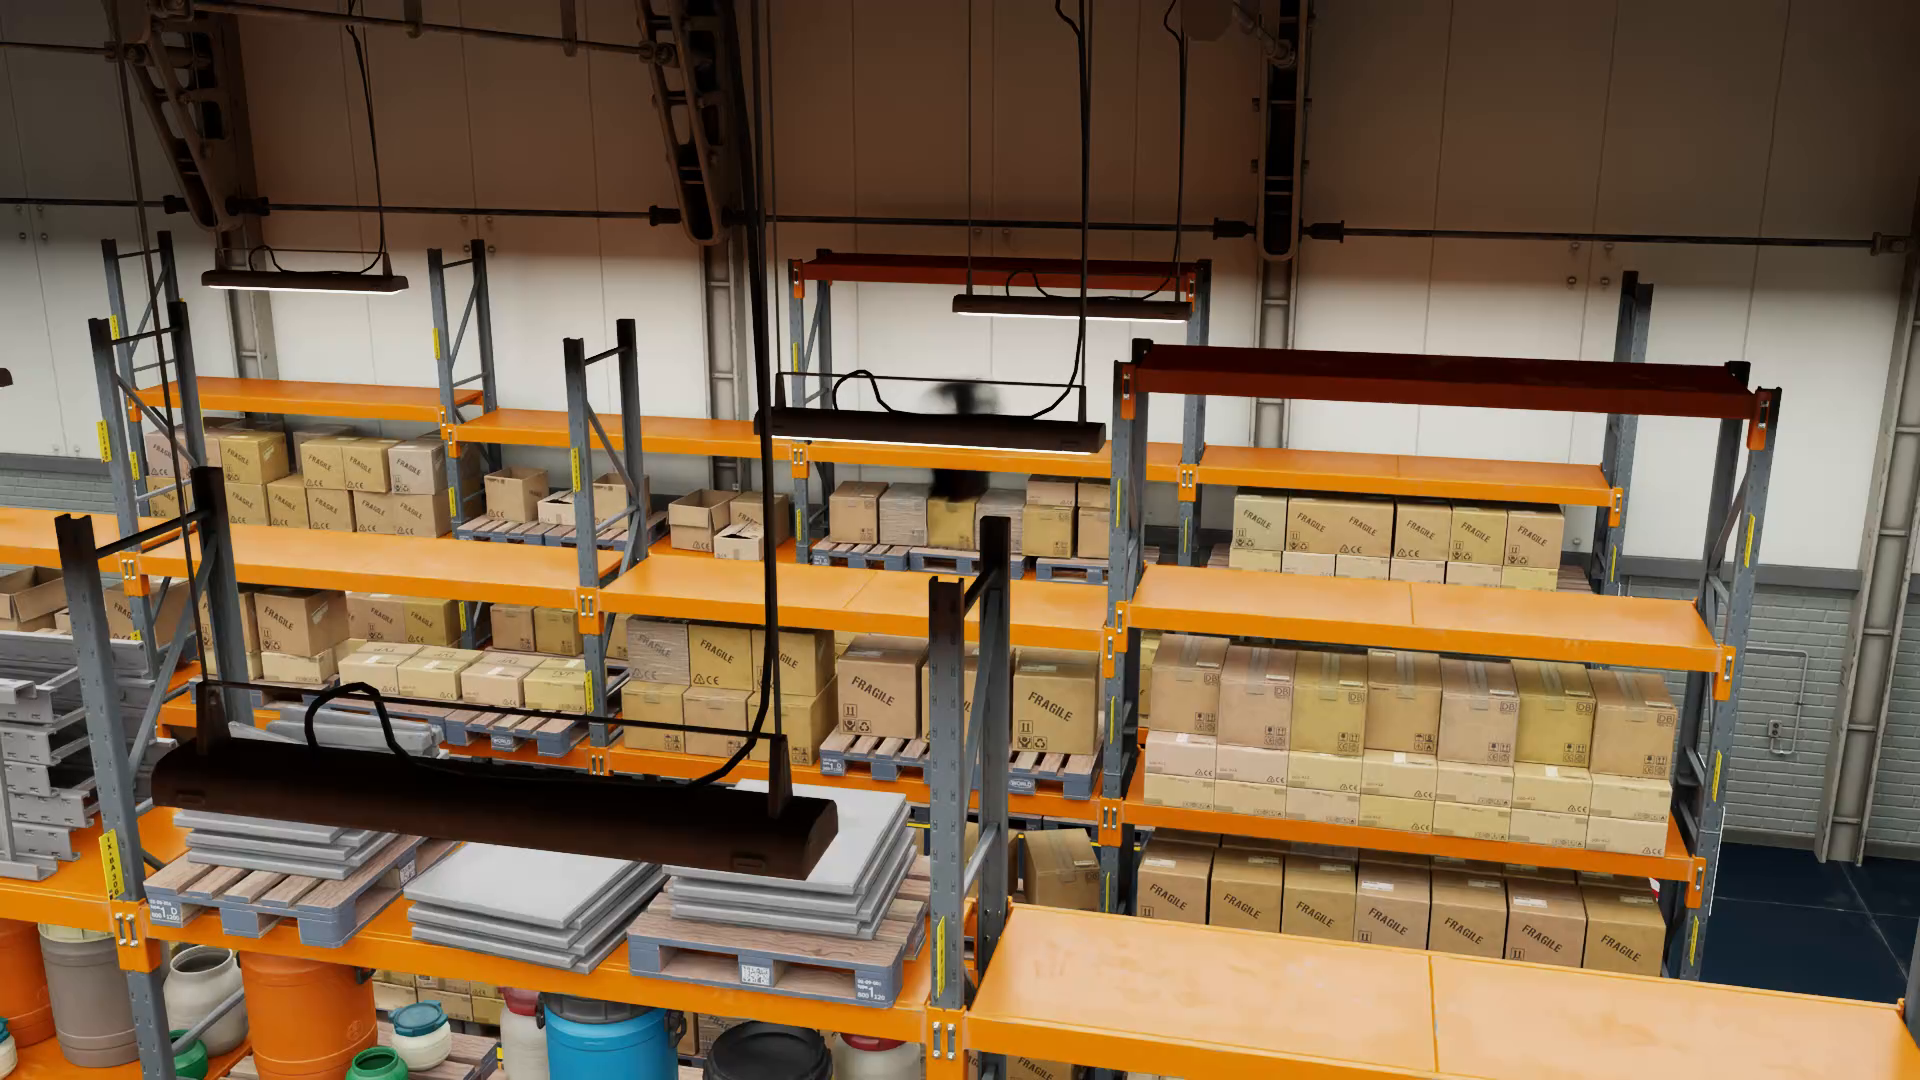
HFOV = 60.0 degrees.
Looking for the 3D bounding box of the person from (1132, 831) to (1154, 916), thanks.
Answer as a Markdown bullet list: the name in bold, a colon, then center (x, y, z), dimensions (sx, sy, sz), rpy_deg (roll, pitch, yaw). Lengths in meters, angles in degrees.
- **person**: center (1.927, 2.724, 15.347), dimensions (0.849, 1.673, 0.556), rpy_deg (4, 17, 12)
